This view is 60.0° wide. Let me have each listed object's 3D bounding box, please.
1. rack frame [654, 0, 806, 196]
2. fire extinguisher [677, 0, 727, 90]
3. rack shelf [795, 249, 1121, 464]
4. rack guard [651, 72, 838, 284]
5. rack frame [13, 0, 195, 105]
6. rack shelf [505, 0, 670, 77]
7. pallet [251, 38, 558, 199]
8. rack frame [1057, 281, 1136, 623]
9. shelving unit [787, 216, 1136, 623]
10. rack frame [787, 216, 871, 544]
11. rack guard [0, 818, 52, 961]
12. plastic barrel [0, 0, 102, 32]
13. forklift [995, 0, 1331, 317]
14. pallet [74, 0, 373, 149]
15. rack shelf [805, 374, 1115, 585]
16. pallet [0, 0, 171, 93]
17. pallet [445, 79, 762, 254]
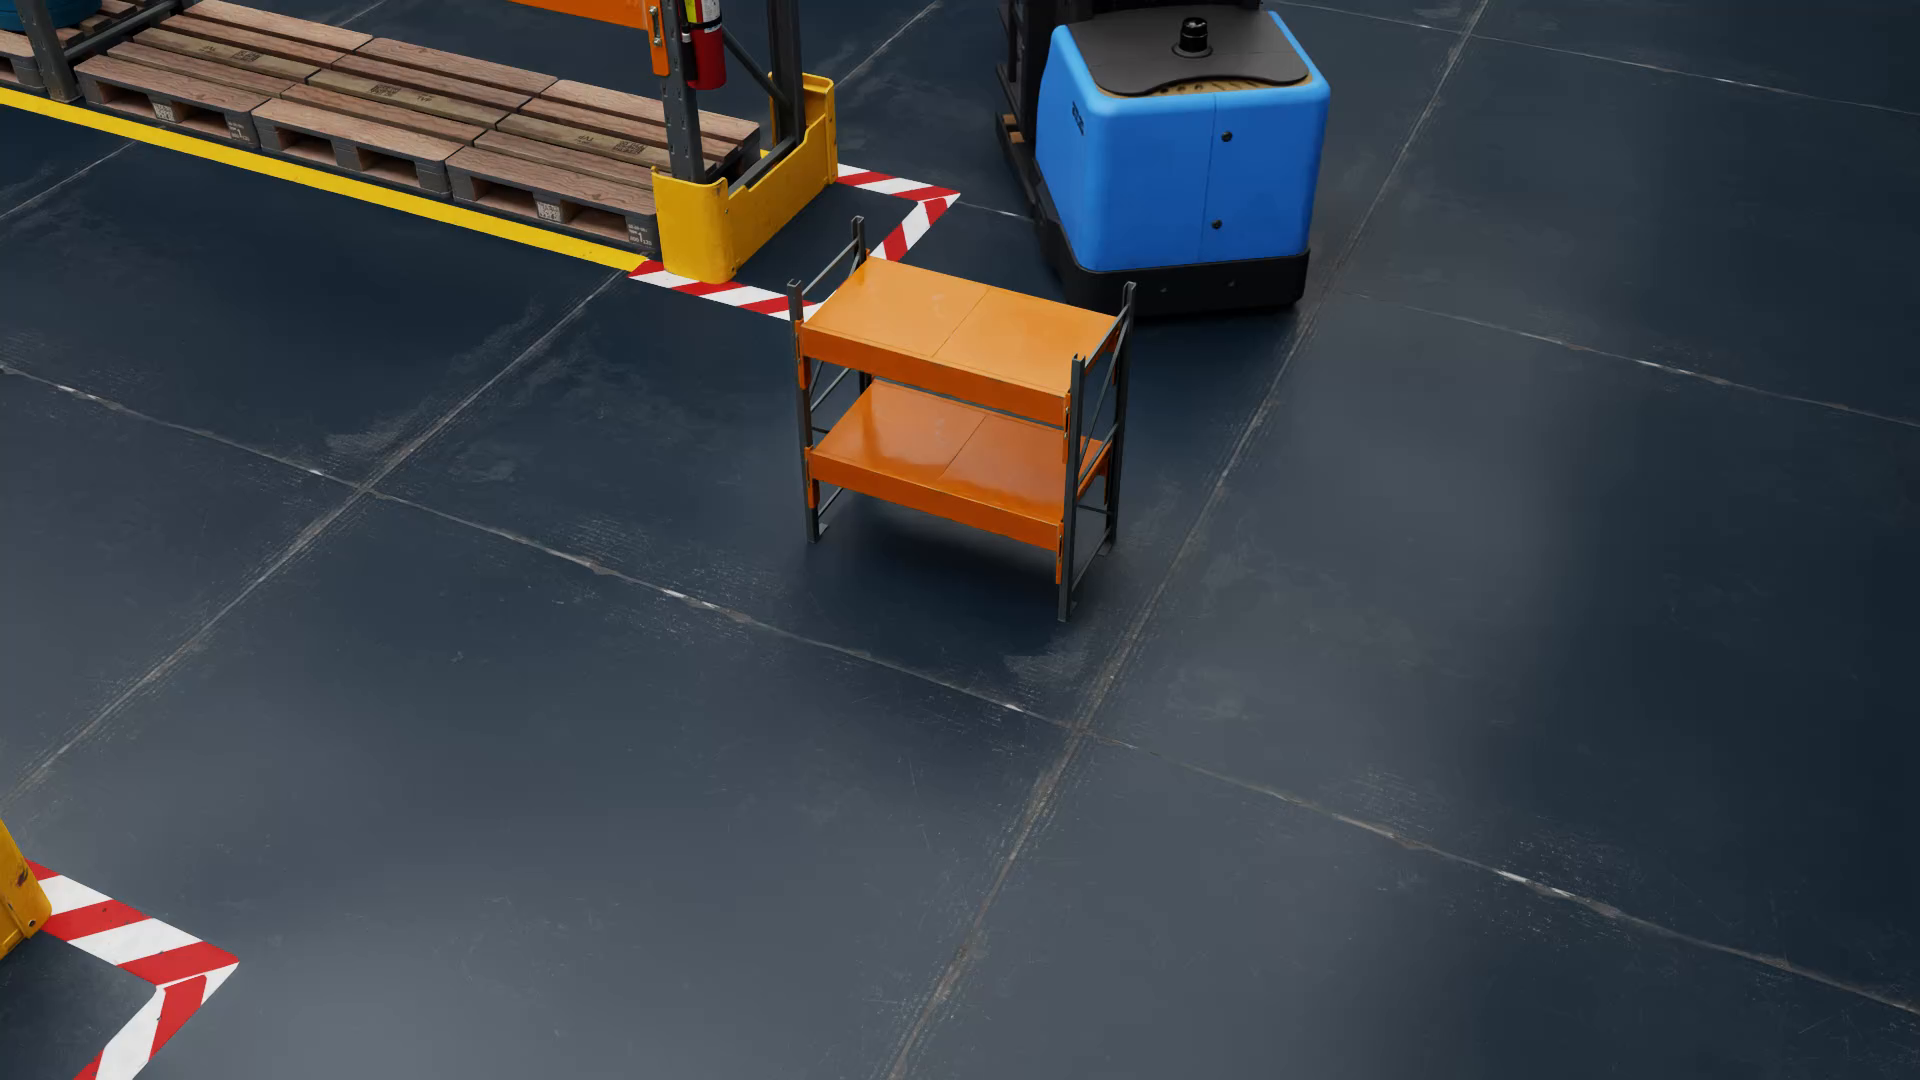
[{"bbox_3d":[-1.020,-2.680,7.052,0.127,3.000,1.000,17,44,19],"label":"rack frame"},{"bbox_3d":[-1.075,-2.198,6.840,0.183,0.674,0.296,17,44,19],"label":"fire extinguisher"},{"bbox_3d":[0.006,-0.644,5.688,1.000,0.278,0.538,17,44,19],"label":"rack shelf"},{"bbox_3d":[-0.992,-1.737,7.872,0.348,0.500,1.175,17,44,19],"label":"rack guard"},{"bbox_3d":[-4.645,-3.788,8.330,0.127,3.000,1.000,17,44,19],"label":"rack frame"},{"bbox_3d":[-2.832,-2.962,7.926,4.000,0.370,1.077,17,44,19],"label":"rack shelf"},{"bbox_3d":[-2.852,-2.216,8.646,1.213,0.211,1.003,17,44,19],"label":"pallet"},{"bbox_3d":[0.467,-0.282,5.717,0.032,1.125,0.500,17,44,19],"label":"rack frame"},{"bbox_3d":[0.006,-0.423,5.879,1.048,1.125,0.538,17,44,19],"label":"shelving unit"},{"bbox_3d":[-0.455,-0.564,6.042,0.032,1.125,0.500,17,44,19],"label":"rack frame"},{"bbox_3d":[-3.092,1.211,4.471,0.348,0.500,1.175,17,44,19],"label":"rack guard"},{"bbox_3d":[-5.130,-3.314,9.065,0.708,0.901,0.600,17,44,19],"label":"plastic barrel"},{"bbox_3d":[0.791,-3.032,7.510,1.130,2.935,3.031,-6,41,-7],"label":"forklift"},{"bbox_3d":[-3.962,-2.553,9.035,1.213,0.211,1.003,17,44,19],"label":"pallet"},{"bbox_3d":[0.006,-0.238,6.040,1.000,0.278,0.538,17,44,19],"label":"rack shelf"},{"bbox_3d":[-5.326,-2.972,9.518,1.213,0.211,1.003,17,44,19],"label":"pallet"},{"bbox_3d":[-1.751,-1.878,8.255,1.213,0.211,1.003,17,44,19],"label":"pallet"}]
